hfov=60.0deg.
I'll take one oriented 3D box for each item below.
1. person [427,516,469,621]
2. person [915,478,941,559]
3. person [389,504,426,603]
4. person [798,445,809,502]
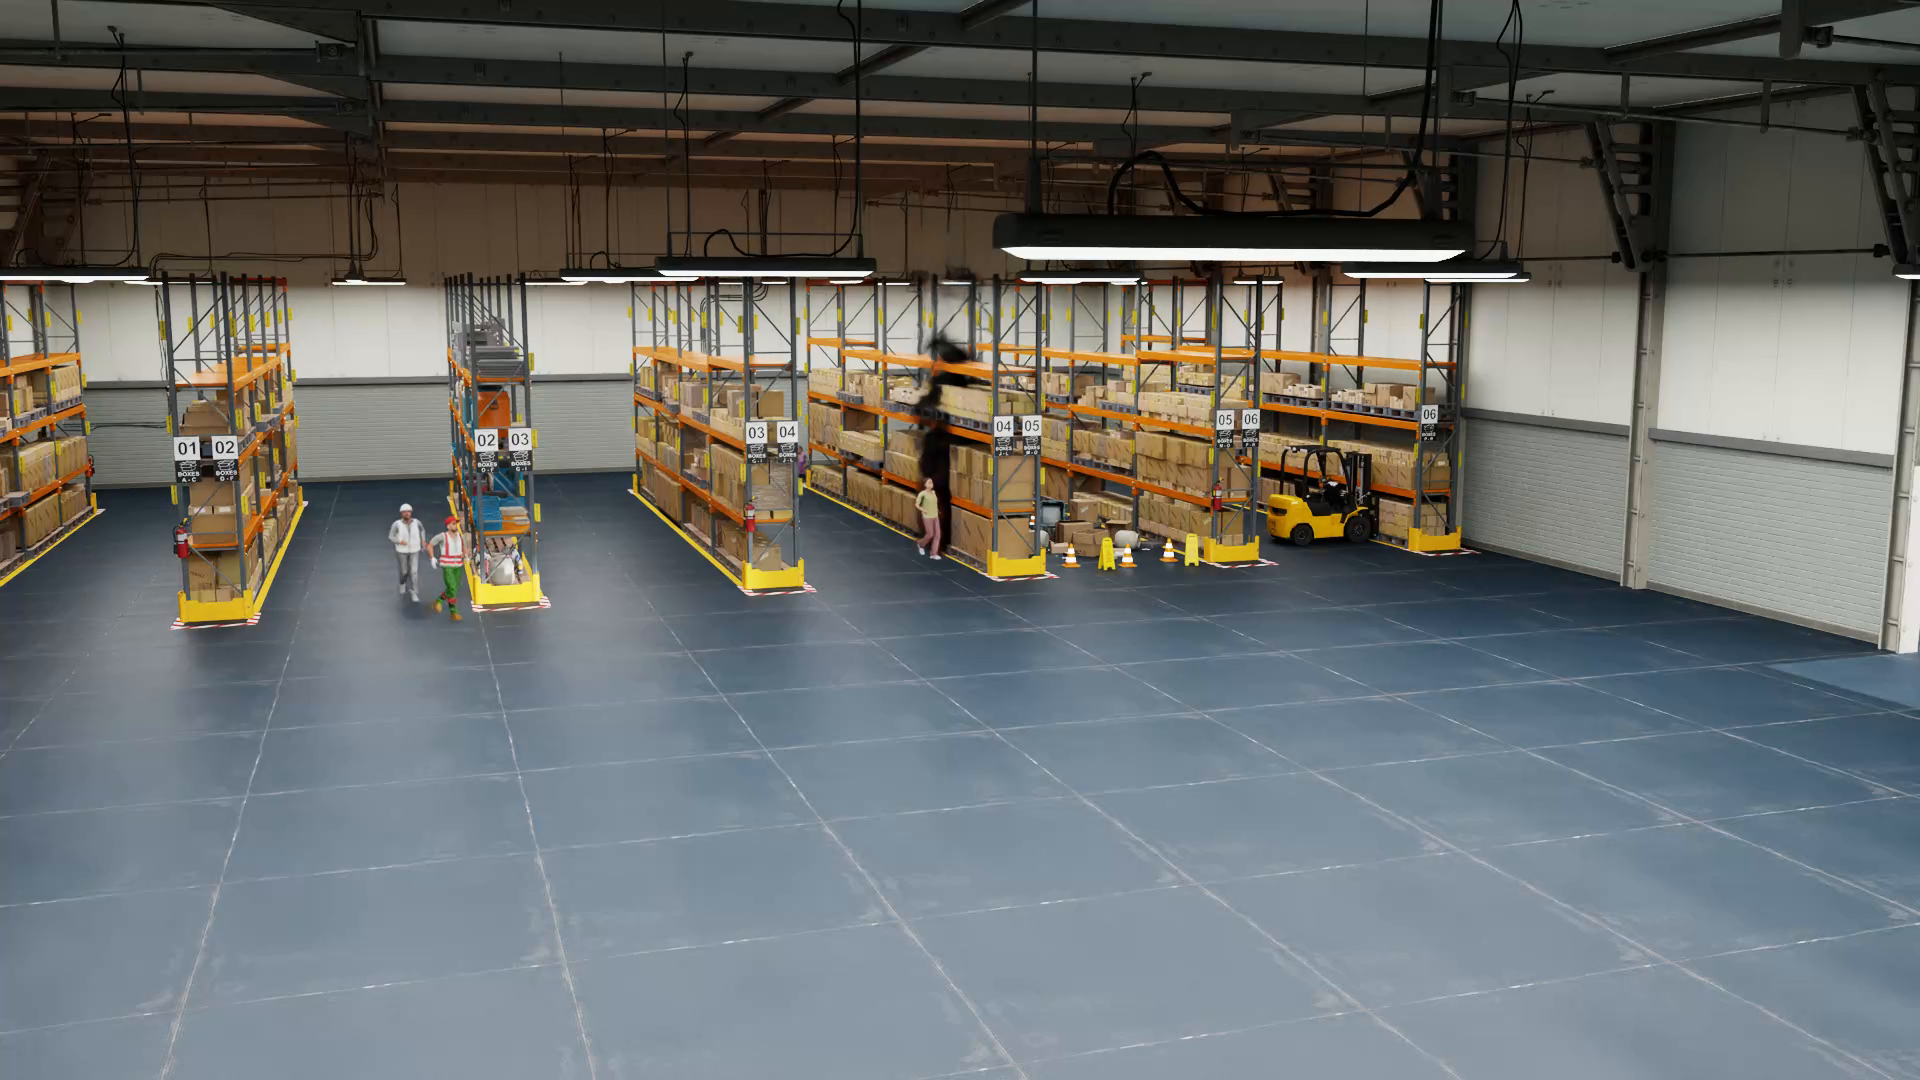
[{"bbox_3d":[-8.889,0.480,29.099,0.860,1.763,0.716,7,11,41],"label":"person"},{"bbox_3d":[-0.594,-0.444,33.649,0.578,1.637,0.690,-6,11,-36],"label":"person"},{"bbox_3d":[-10.219,0.215,30.800,0.676,1.795,0.846,-4,10,-27],"label":"person"},{"bbox_3d":[-4.288,-1.750,44.458,0.510,1.578,0.647,-3,9,-18],"label":"person"}]
